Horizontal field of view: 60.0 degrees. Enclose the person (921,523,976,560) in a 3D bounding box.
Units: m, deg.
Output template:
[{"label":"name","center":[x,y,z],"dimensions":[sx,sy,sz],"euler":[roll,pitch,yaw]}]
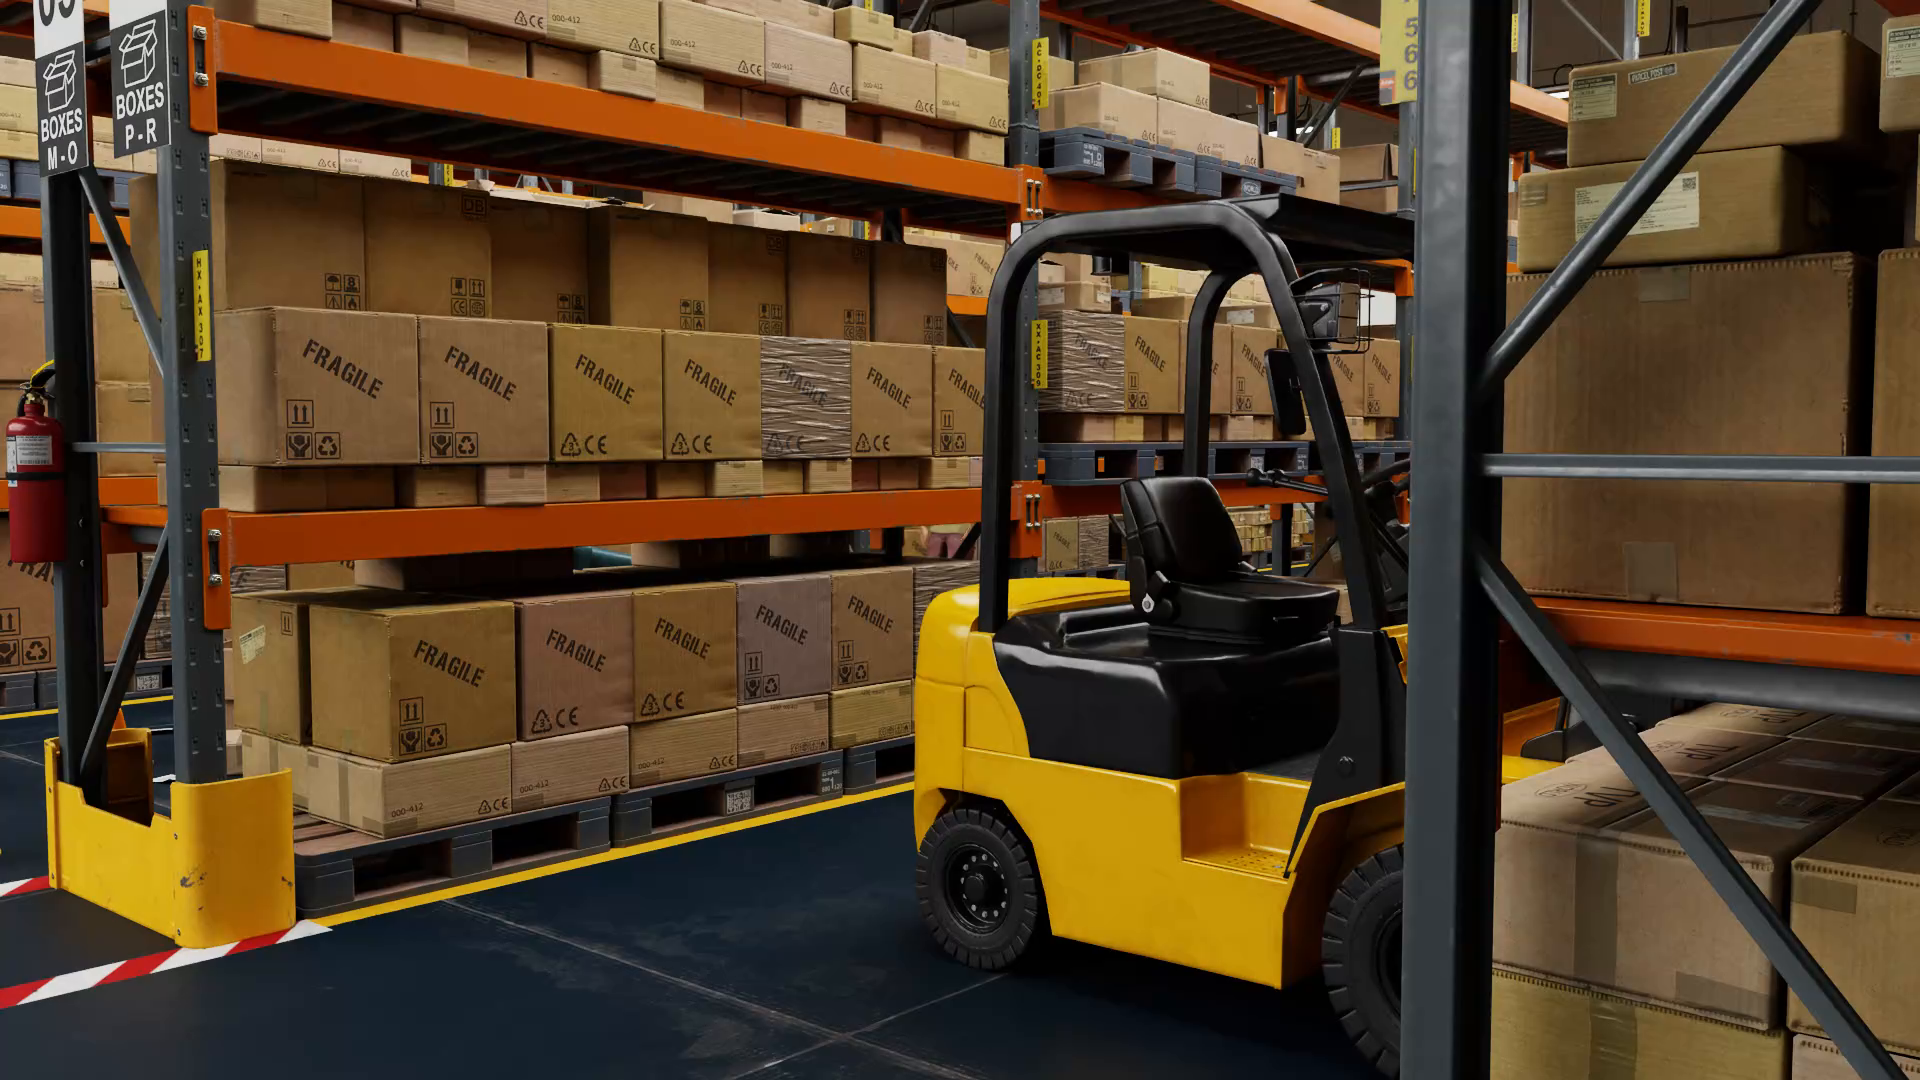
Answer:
[{"label":"person","center":[-0.068,-0.025,11.651],"dimensions":[0.489,1.674,0.356],"euler":[3,5,39]}]
